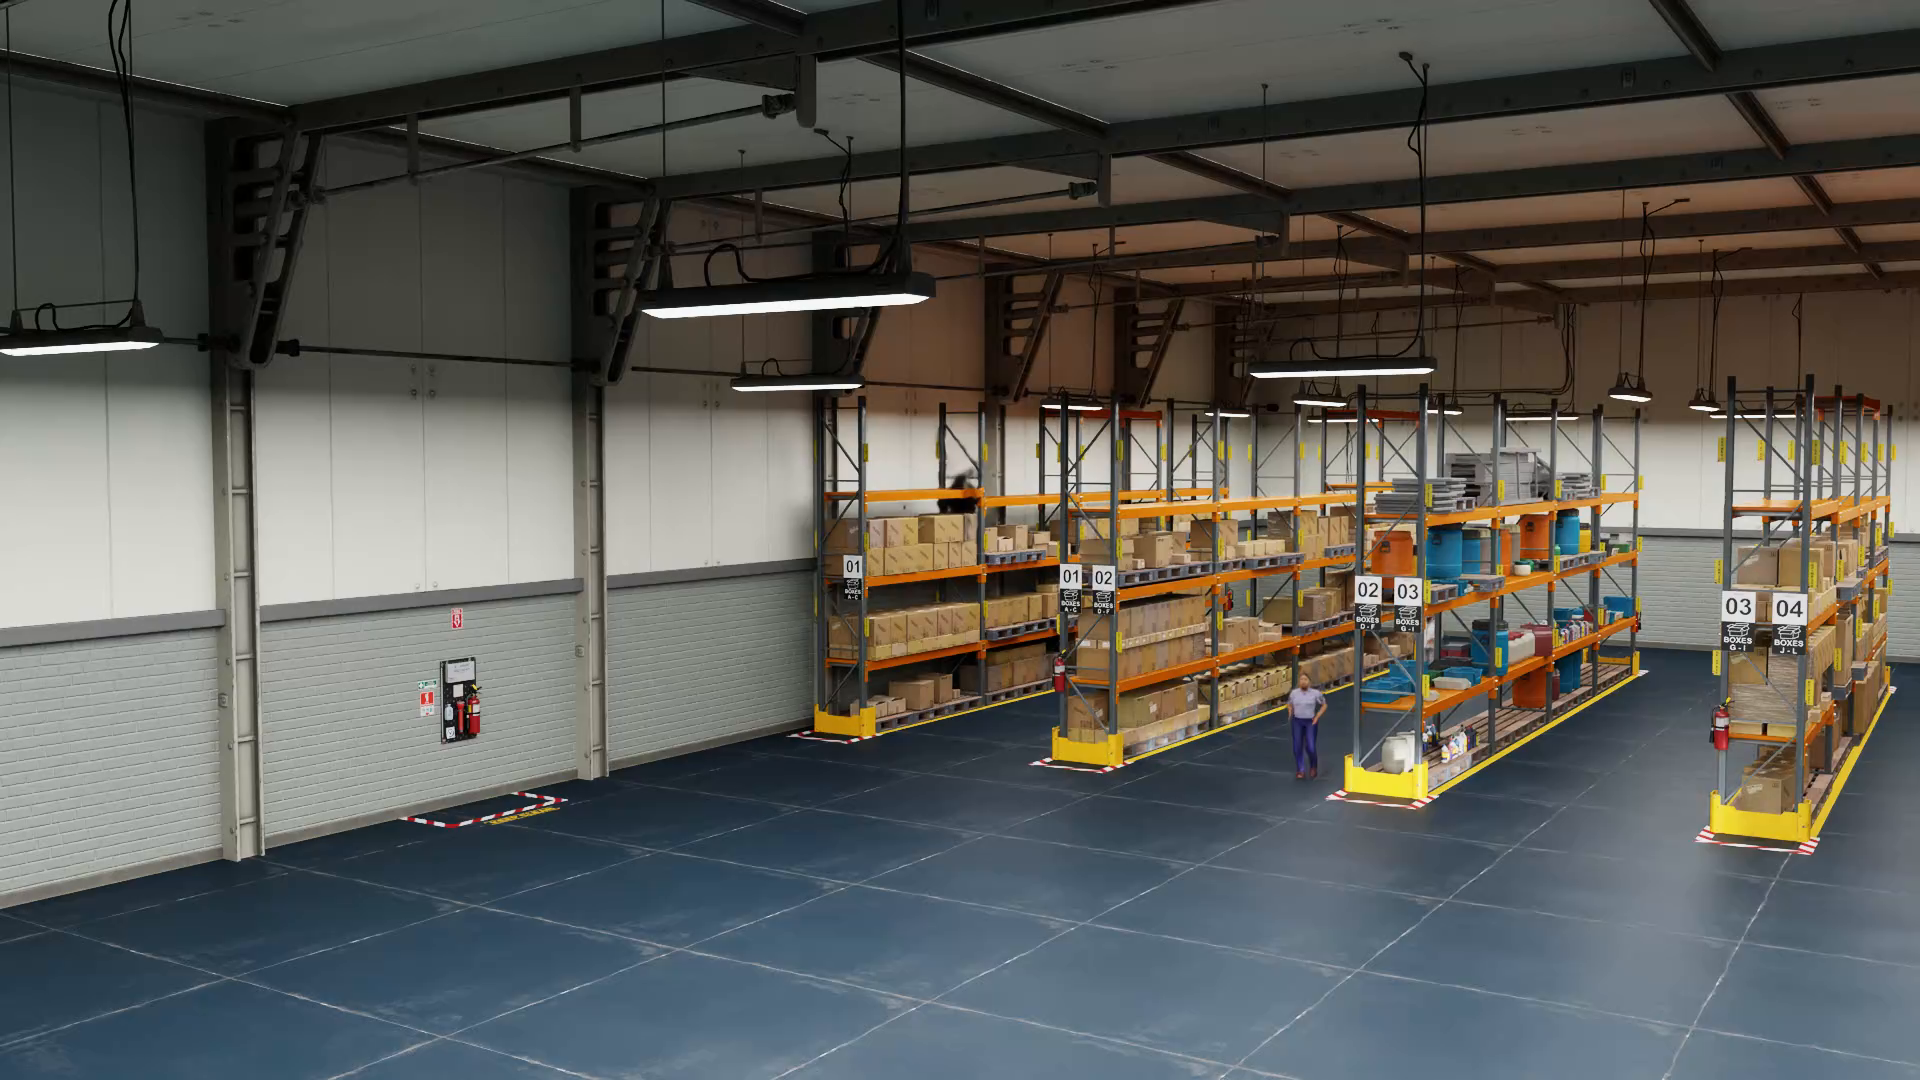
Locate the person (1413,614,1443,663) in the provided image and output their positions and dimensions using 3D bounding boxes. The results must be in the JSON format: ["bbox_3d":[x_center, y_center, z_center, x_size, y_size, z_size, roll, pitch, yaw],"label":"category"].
[{"bbox_3d":[9.896,2.292,35.224,0.658,1.806,0.611,1,3,24],"label":"person"}]

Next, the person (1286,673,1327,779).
[{"bbox_3d":[5.261,2.855,25.443,0.600,1.621,0.538,1,3,24],"label":"person"}]
